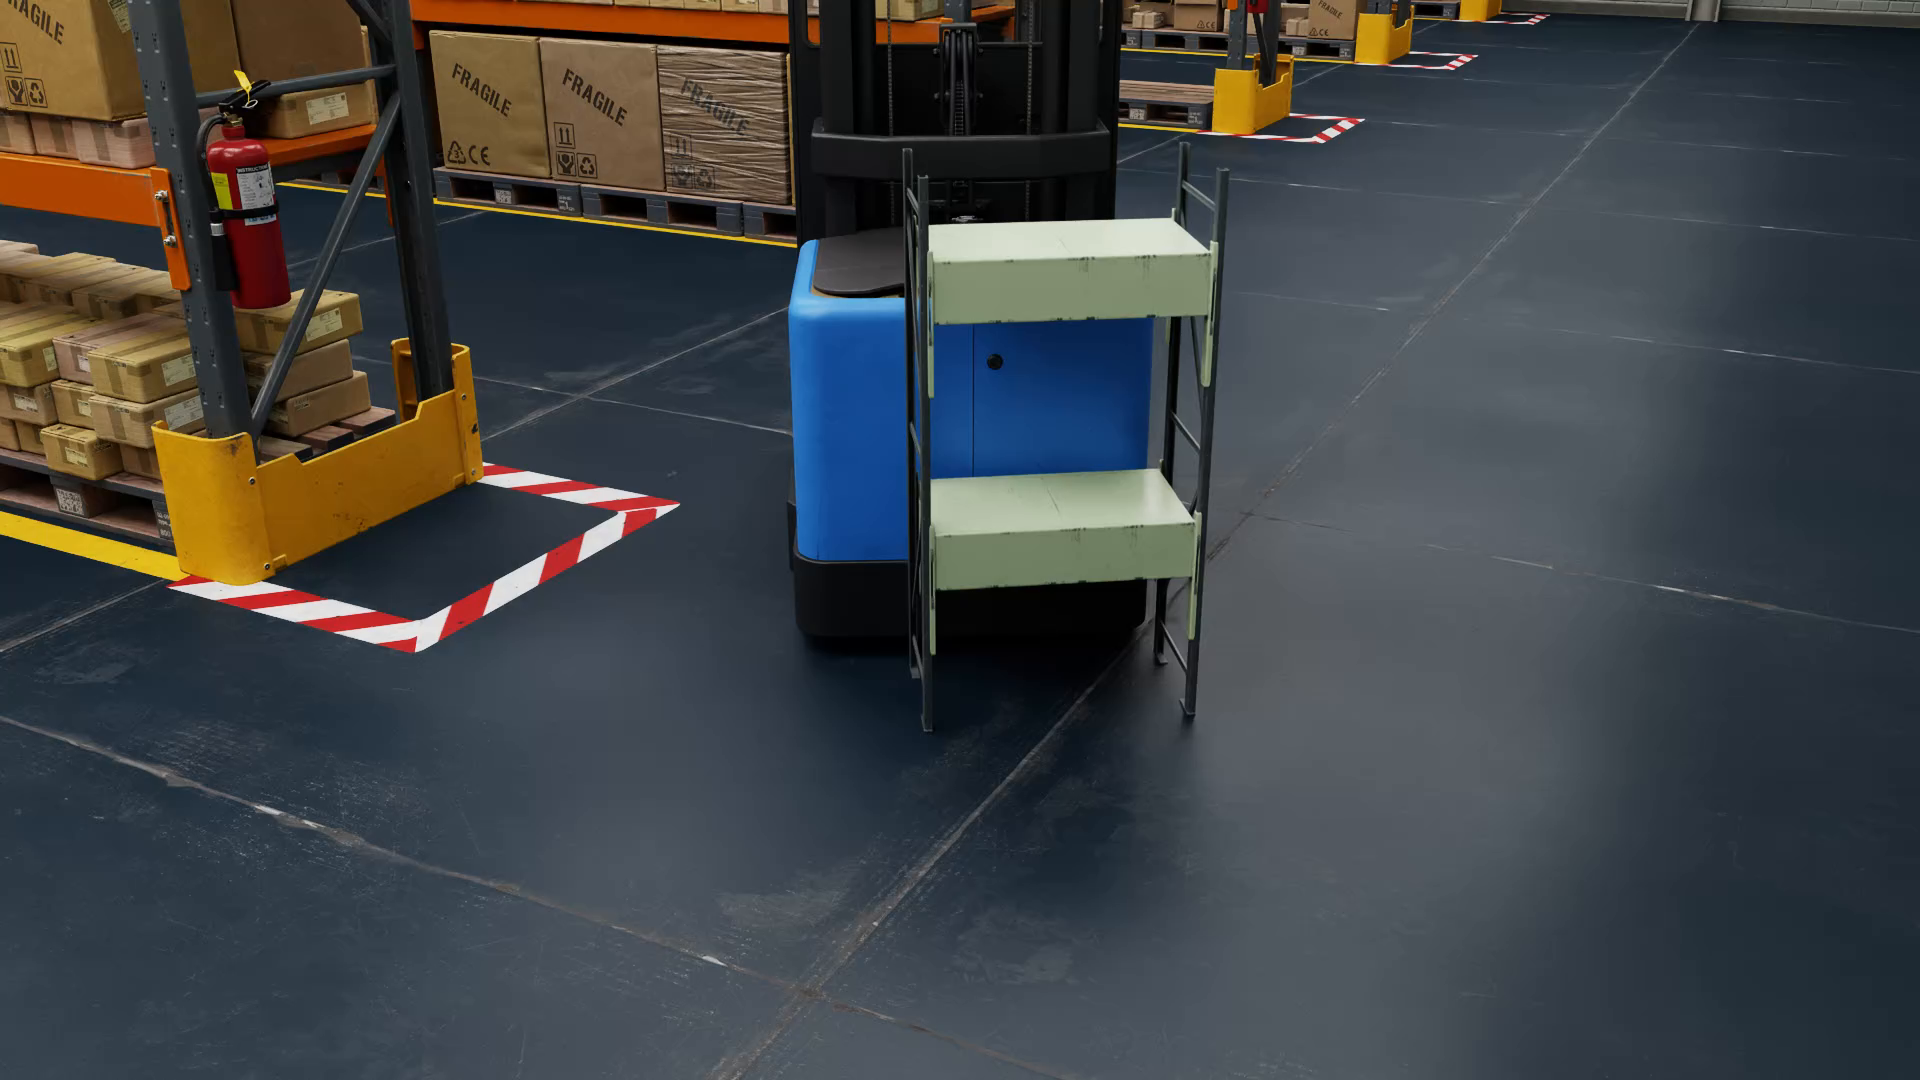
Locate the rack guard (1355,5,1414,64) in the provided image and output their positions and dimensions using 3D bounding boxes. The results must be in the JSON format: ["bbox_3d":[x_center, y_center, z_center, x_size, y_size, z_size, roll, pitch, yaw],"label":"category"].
[{"bbox_3d":[4.599,-5.480,17.997,0.348,0.500,1.175,11,25,25],"label":"rack guard"}]

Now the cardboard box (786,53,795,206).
[{"bbox_3d":[-0.414,-2.458,9.876,0.875,0.875,0.875,11,25,25],"label":"cardboard box"}]

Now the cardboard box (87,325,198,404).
[{"bbox_3d":[-2.722,-0.603,5.682,0.250,0.149,0.380,12,26,25],"label":"cardboard box"}]

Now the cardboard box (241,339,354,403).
[{"bbox_3d":[-2.487,-0.644,6.157,0.250,0.149,0.380,12,26,27],"label":"cardboard box"}]

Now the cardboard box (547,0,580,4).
[{"bbox_3d":[-2.329,-3.396,10.225,0.250,0.149,0.380,11,25,24],"label":"cardboard box"}]

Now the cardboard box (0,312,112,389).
[{"bbox_3d":[-3.208,-0.669,5.837,0.250,0.149,0.380,11,25,23],"label":"cardboard box"}]

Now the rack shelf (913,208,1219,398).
[{"bbox_3d":[0.252,-0.621,4.296,0.720,0.370,0.431,-3,23,-7],"label":"rack shelf"}]

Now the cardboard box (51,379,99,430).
[{"bbox_3d":[-2.944,-0.520,5.866,0.250,0.149,0.380,11,25,23],"label":"cardboard box"}]

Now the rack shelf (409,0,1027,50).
[{"bbox_3d":[-1.592,-3.180,10.314,4.000,0.370,1.077,11,25,25],"label":"rack shelf"}]

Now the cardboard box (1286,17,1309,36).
[{"bbox_3d":[3.749,-5.628,18.210,0.250,0.166,0.380,11,25,25],"label":"cardboard box"}]

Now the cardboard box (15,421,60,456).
[{"bbox_3d":[-3.171,-0.432,6.038,0.250,0.149,0.380,11,25,24],"label":"cardboard box"}]

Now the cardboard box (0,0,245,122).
[{"bbox_3d":[-2.652,-1.616,5.208,0.500,0.500,0.500,12,26,26],"label":"cardboard box"}]

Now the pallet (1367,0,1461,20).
[{"bbox_3d":[6.149,-7.178,22.359,1.213,0.211,1.003,11,25,25],"label":"pallet"}]

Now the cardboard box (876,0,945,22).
[{"bbox_3d":[-0.273,-2.990,9.269,0.250,0.149,0.380,12,26,26],"label":"cardboard box"}]

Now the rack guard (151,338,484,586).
[{"bbox_3d":[-2.203,-0.306,5.832,0.348,0.500,1.175,11,25,25],"label":"rack guard"}]

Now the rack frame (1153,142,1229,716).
[{"bbox_3d":[0.614,-0.280,4.492,0.023,1.500,0.400,-3,23,-7],"label":"rack frame"}]

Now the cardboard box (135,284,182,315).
[{"bbox_3d":[-2.916,-0.905,6.392,0.250,0.149,0.380,11,25,24],"label":"cardboard box"}]

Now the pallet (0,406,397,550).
[{"bbox_3d":[-2.912,-0.329,6.255,1.213,0.211,1.003,11,25,25],"label":"pallet"}]

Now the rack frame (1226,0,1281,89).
[{"bbox_3d":[2.428,-4.888,13.410,0.127,3.000,1.000,11,25,25],"label":"rack frame"}]

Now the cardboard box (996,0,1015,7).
[{"bbox_3d":[0.527,-6.362,19.510,0.500,0.500,0.500,11,25,24],"label":"cardboard box"}]

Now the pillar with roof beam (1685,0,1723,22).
[{"bbox_3d":[7.756,-9.430,16.426,0.400,9.000,9.100,11,25,25],"label":"pillar with roof beam"}]

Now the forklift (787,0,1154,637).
[{"bbox_3d":[-0.027,-1.595,5.754,1.130,2.935,3.031,-1,23,-2],"label":"forklift"}]

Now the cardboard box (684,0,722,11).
[{"bbox_3d":[-1.417,-3.215,9.799,0.250,0.149,0.380,11,26,25],"label":"cardboard box"}]

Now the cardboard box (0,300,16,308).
[{"bbox_3d":[-3.676,-0.765,6.062,0.250,0.149,0.380,12,26,26],"label":"cardboard box"}]

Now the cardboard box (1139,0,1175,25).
[{"bbox_3d":[2.402,-6.154,19.262,0.500,0.311,0.500,11,25,25],"label":"cardboard box"}]

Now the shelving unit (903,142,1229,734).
[{"bbox_3d":[0.252,-0.261,4.448,0.755,1.500,0.431,-3,23,-7],"label":"shelving unit"}]

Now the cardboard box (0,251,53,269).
[{"bbox_3d":[-3.900,-1.046,6.723,0.250,0.149,0.380,11,26,25],"label":"cardboard box"}]

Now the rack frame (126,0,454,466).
[{"bbox_3d":[-2.135,-1.443,5.311,0.127,3.000,1.000,11,25,25],"label":"rack frame"}]

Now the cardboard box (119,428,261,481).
[{"bbox_3d":[-2.699,-0.345,5.834,0.250,0.149,0.380,12,26,25],"label":"cardboard box"}]

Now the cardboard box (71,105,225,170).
[{"bbox_3d":[-2.553,-1.287,5.263,0.250,0.149,0.380,11,25,25],"label":"cardboard box"}]

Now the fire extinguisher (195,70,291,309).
[{"bbox_3d":[-2.118,-1.030,4.915,0.183,0.674,0.296,11,25,25],"label":"fire extinguisher"}]

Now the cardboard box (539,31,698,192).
[{"bbox_3d":[-2.020,-2.776,10.623,0.875,0.875,0.875,11,25,25],"label":"cardboard box"}]

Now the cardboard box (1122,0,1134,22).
[{"bbox_3d":[1.733,-6.374,19.537,0.500,0.500,0.500,11,25,25],"label":"cardboard box"}]

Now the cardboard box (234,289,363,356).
[{"bbox_3d":[-2.449,-0.810,6.167,0.250,0.149,0.380,10,25,22],"label":"cardboard box"}]

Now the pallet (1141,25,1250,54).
[{"bbox_3d":[2.802,-5.703,18.891,1.213,0.211,1.003,11,25,25],"label":"pallet"}]

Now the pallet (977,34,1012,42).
[{"bbox_3d":[0.354,-6.170,19.990,1.213,0.211,1.003,11,25,25],"label":"pallet"}]

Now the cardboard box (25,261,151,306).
[{"bbox_3d":[-3.418,-0.973,6.550,0.250,0.149,0.380,12,26,27],"label":"cardboard box"}]

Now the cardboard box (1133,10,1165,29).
[{"bbox_3d":[2.150,-5.923,18.903,0.250,0.166,0.380,11,25,25],"label":"cardboard box"}]

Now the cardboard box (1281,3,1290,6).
[{"bbox_3d":[3.417,-5.926,18.802,0.500,0.250,0.500,11,25,25],"label":"cardboard box"}]

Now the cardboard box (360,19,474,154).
[{"bbox_3d":[-3.957,-3.186,11.586,0.875,0.875,1.225,11,26,25],"label":"cardboard box"}]

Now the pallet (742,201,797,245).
[{"bbox_3d":[-0.556,-1.988,10.156,1.213,0.211,1.003,11,25,25],"label":"pallet"}]

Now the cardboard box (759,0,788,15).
[{"bbox_3d":[-0.953,-3.125,9.586,0.250,0.149,0.380,12,26,25],"label":"cardboard box"}]

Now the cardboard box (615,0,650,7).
[{"bbox_3d":[-1.871,-3.305,10.010,0.250,0.149,0.380,10,25,23],"label":"cardboard box"}]

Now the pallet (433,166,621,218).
[{"bbox_3d":[-2.733,-2.419,11.169,1.213,0.211,1.003,11,25,25],"label":"pallet"}]

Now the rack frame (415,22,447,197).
[{"bbox_3d":[-3.376,-3.864,11.003,0.127,3.000,1.000,11,25,25],"label":"rack frame"}]

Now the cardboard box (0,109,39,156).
[{"bbox_3d":[-2.989,-1.383,5.489,0.250,0.149,0.380,11,25,24],"label":"cardboard box"}]
